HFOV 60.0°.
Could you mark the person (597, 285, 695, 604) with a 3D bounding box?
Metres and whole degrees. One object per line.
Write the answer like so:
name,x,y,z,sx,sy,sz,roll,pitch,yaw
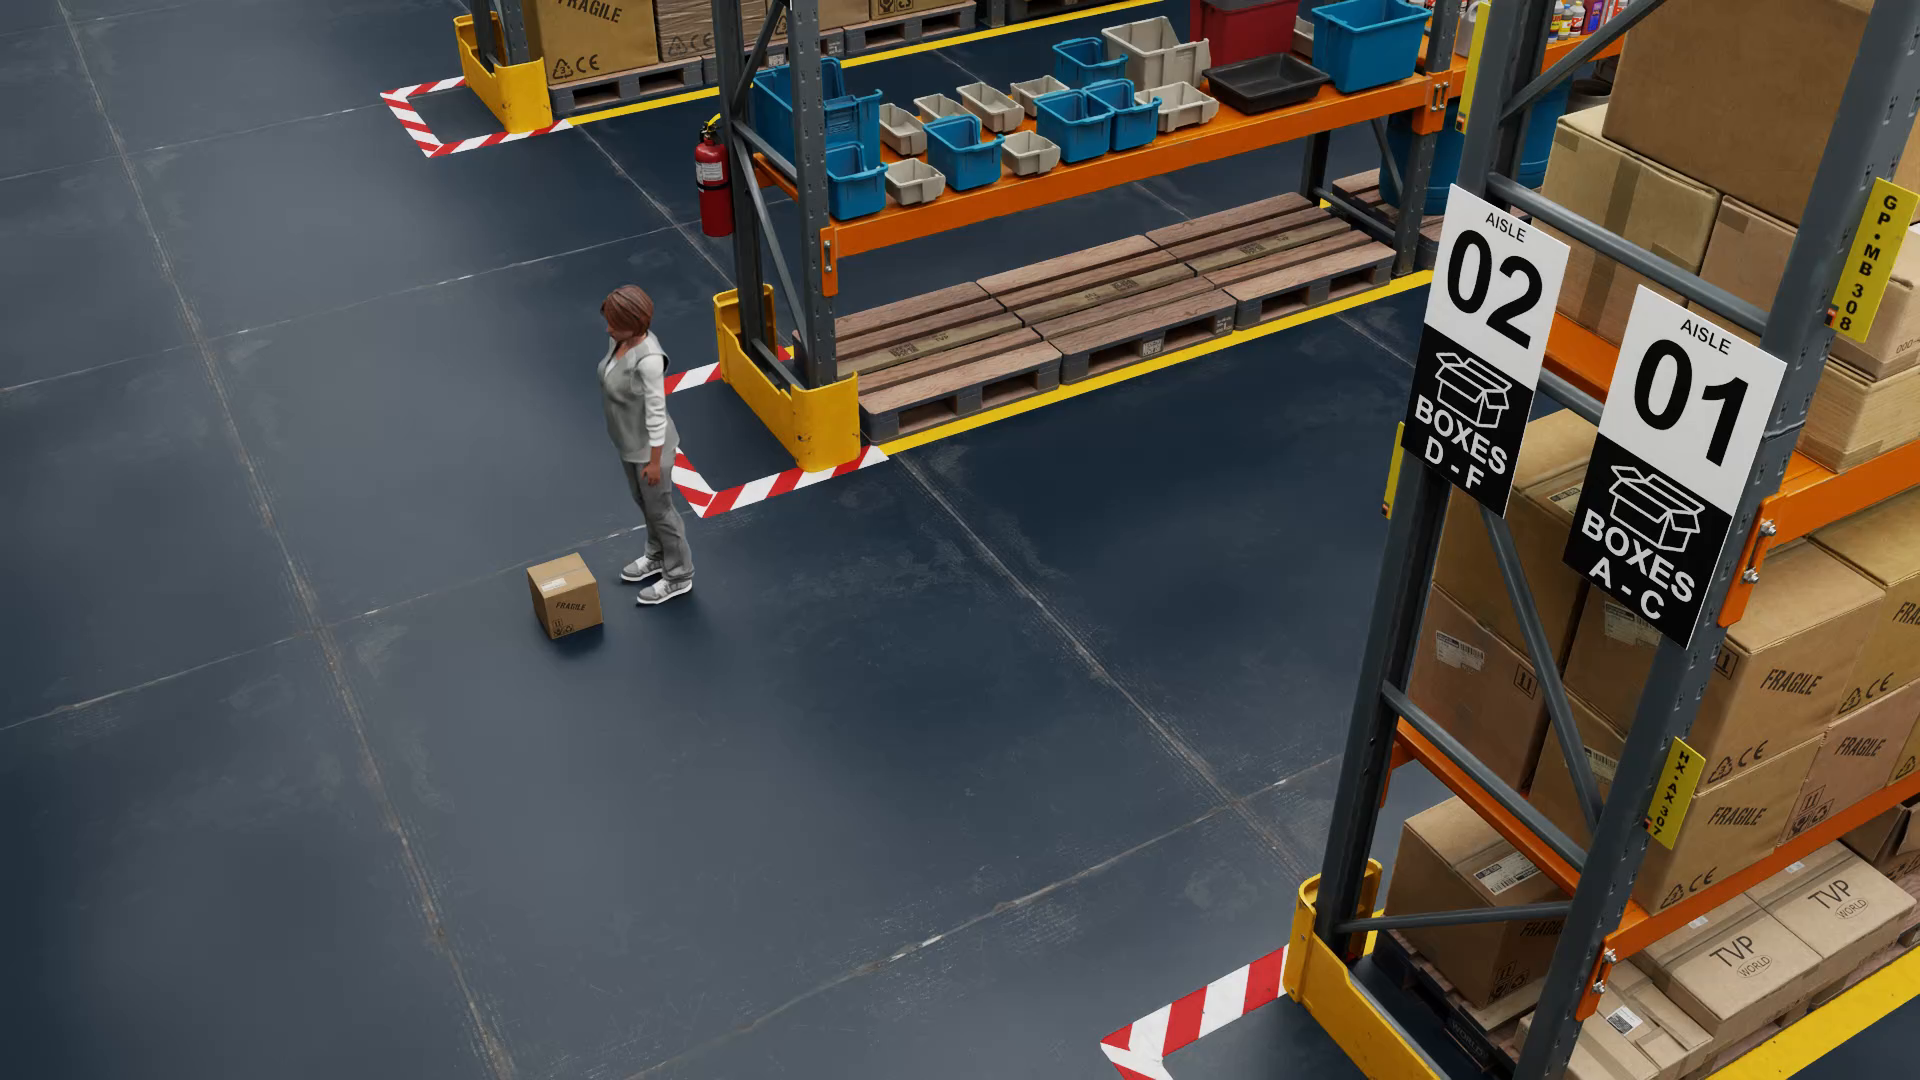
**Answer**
person,-1.424,-0.417,7.475,0.315,1.601,0.408,-19,41,-23
